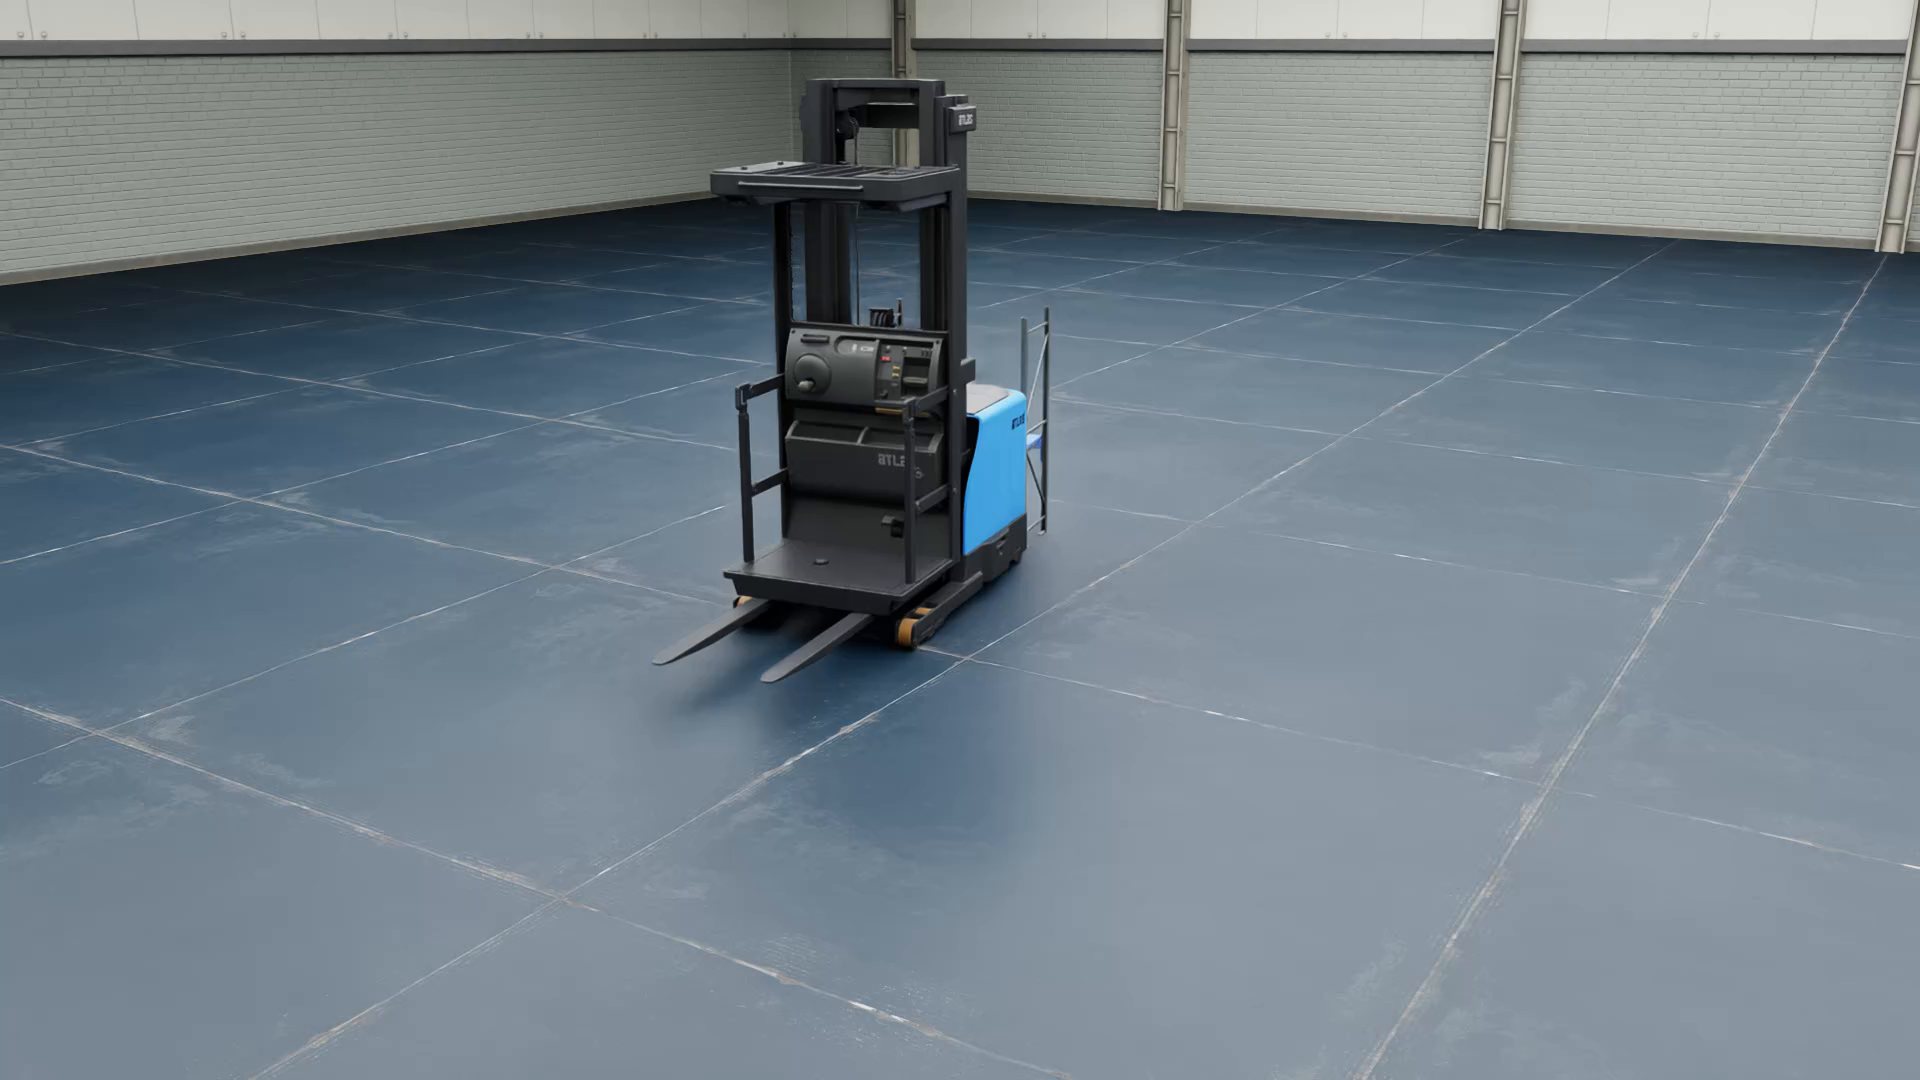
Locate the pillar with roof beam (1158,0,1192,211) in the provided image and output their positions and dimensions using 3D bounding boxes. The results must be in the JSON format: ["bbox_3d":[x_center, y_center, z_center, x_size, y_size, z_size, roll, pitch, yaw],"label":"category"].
[{"bbox_3d":[1.725,-9.475,26.591,0.400,9.000,9.100,10,20,30],"label":"pillar with roof beam"}]

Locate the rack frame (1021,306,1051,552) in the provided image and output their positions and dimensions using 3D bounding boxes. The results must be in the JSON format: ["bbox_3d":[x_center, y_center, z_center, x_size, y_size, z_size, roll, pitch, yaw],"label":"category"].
[{"bbox_3d":[0.479,-0.712,10.645,0.032,1.500,0.500,6,18,20],"label":"rack frame"}]

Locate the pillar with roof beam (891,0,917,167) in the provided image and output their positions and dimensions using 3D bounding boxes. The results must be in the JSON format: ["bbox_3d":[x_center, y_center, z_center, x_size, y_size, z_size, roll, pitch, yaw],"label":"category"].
[{"bbox_3d":[-3.387,-10.388,29.595,0.400,9.000,9.100,10,20,30],"label":"pillar with roof beam"}]

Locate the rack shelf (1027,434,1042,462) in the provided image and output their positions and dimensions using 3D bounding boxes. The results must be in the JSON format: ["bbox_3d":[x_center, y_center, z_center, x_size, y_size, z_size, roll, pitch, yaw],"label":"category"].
[{"bbox_3d":[0.004,-0.592,10.869,1.000,0.185,0.538,6,18,20],"label":"rack shelf"}]

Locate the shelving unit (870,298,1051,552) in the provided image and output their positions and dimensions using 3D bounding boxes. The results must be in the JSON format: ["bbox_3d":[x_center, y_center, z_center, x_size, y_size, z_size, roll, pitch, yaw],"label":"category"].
[{"bbox_3d":[0.004,-0.764,10.817,1.048,1.500,0.538,6,18,20],"label":"shelving unit"}]

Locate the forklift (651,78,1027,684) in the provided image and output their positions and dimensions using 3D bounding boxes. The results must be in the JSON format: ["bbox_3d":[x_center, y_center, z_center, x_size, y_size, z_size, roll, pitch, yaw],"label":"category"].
[{"bbox_3d":[-0.617,-0.956,8.985,1.130,2.935,3.031,7,18,22],"label":"forklift"}]

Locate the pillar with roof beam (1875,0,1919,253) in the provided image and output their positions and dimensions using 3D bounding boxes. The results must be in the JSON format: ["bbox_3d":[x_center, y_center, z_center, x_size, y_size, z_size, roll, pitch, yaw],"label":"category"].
[{"bbox_3d":[11.951,-7.650,20.582,0.400,9.000,9.100,10,20,30],"label":"pillar with roof beam"}]

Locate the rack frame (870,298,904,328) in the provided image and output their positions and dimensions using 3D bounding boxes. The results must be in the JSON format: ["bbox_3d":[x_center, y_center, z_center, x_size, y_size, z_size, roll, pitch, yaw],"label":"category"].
[{"bbox_3d":[-0.471,-0.817,10.989,0.032,1.500,0.500,6,18,20],"label":"rack frame"}]

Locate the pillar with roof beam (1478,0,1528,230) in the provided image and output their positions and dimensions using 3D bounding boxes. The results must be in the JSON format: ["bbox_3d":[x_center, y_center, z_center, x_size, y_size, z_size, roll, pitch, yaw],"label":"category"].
[{"bbox_3d":[6.838,-8.562,23.586,0.400,9.000,9.100,10,20,30],"label":"pillar with roof beam"}]
